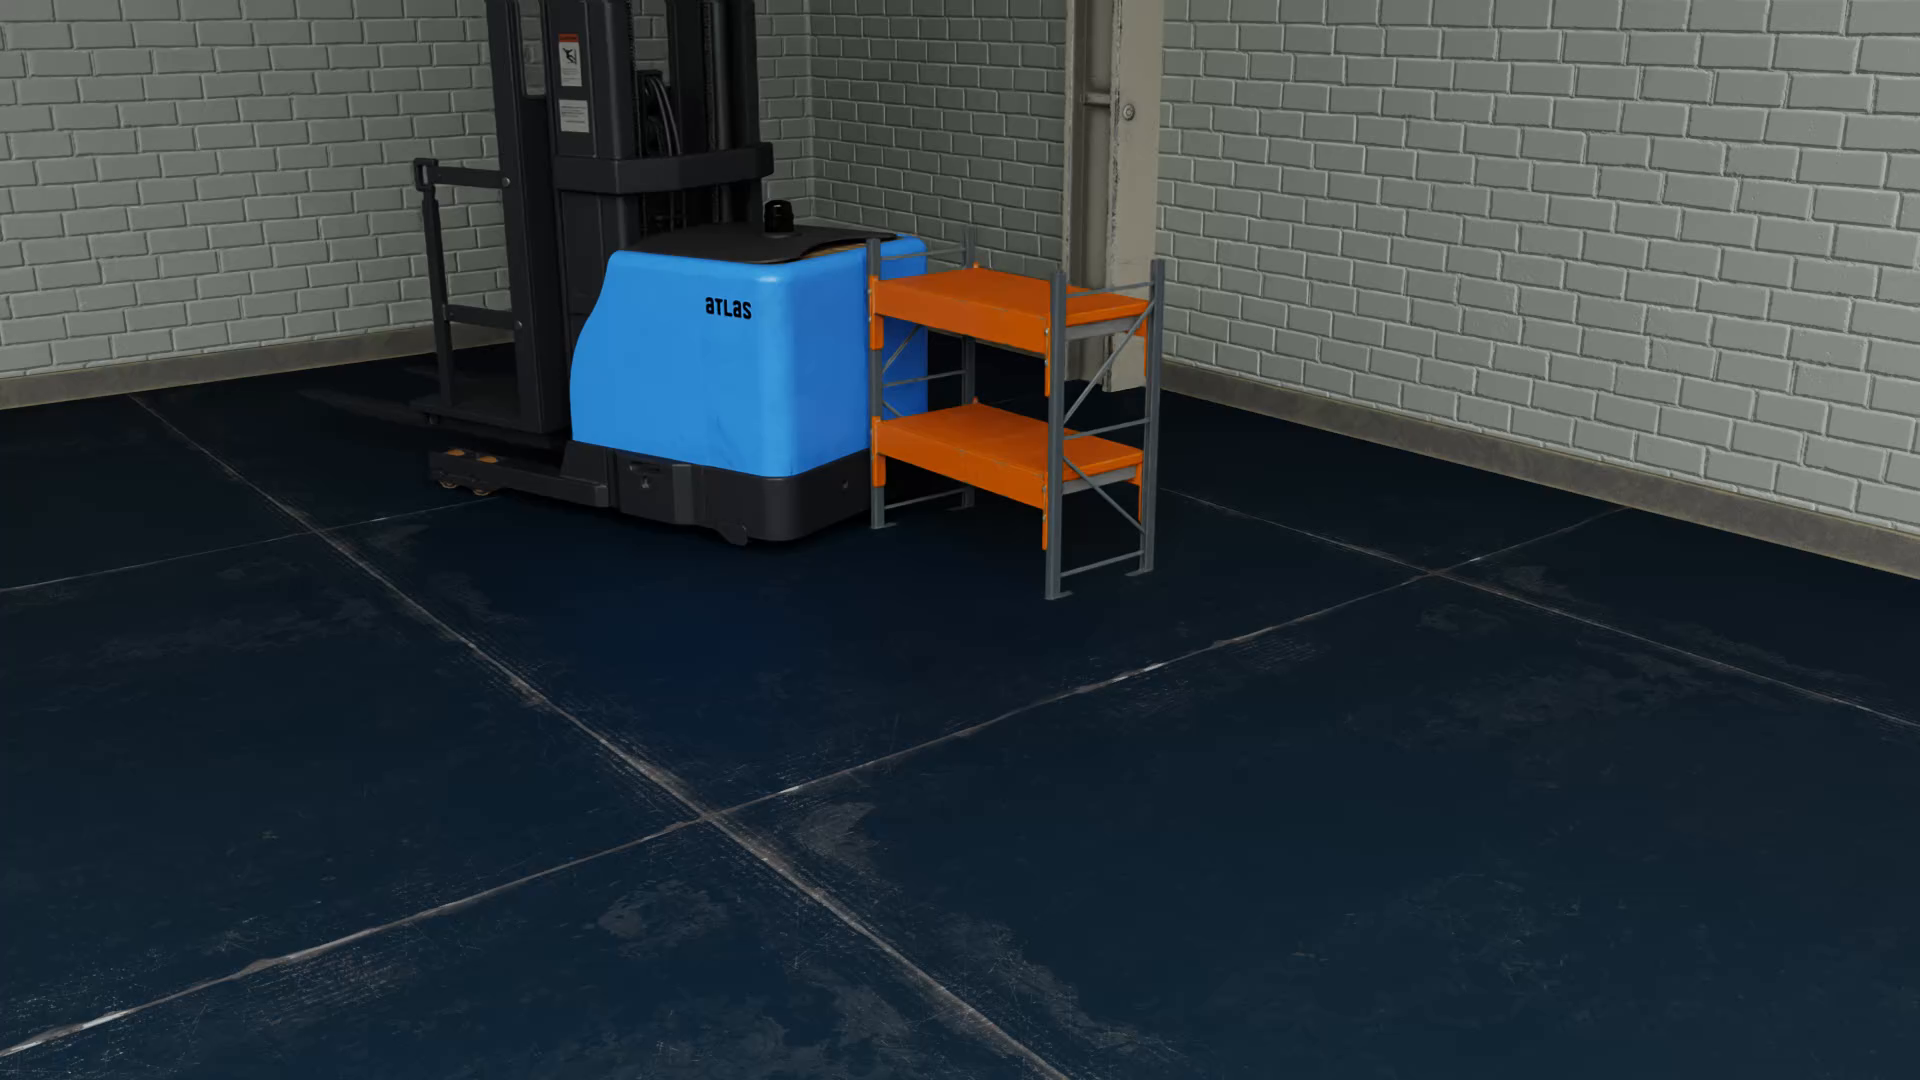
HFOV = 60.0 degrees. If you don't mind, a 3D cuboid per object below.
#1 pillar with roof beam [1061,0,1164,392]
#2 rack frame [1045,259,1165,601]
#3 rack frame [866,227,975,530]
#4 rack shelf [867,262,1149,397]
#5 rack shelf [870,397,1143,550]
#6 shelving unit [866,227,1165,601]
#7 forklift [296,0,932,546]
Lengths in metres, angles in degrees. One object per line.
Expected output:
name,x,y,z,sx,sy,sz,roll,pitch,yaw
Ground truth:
pillar with roof beam,-2.600,-4.281,4.977,9.100,9.000,0.400,-14,23,-36
rack frame,0.498,-0.376,5.709,0.500,1.125,0.032,-14,23,-37
rack frame,-0.144,-0.624,6.458,0.500,1.125,0.032,-14,23,-37
rack shelf,0.177,-0.778,5.992,0.538,0.278,1.000,-14,23,-37
rack shelf,0.177,-0.268,6.161,0.538,0.278,1.000,-14,23,-37
shelving unit,0.177,-0.500,6.084,0.538,1.125,1.048,-14,23,-37
forklift,-1.633,-1.700,6.834,3.031,2.935,1.130,11,21,31
